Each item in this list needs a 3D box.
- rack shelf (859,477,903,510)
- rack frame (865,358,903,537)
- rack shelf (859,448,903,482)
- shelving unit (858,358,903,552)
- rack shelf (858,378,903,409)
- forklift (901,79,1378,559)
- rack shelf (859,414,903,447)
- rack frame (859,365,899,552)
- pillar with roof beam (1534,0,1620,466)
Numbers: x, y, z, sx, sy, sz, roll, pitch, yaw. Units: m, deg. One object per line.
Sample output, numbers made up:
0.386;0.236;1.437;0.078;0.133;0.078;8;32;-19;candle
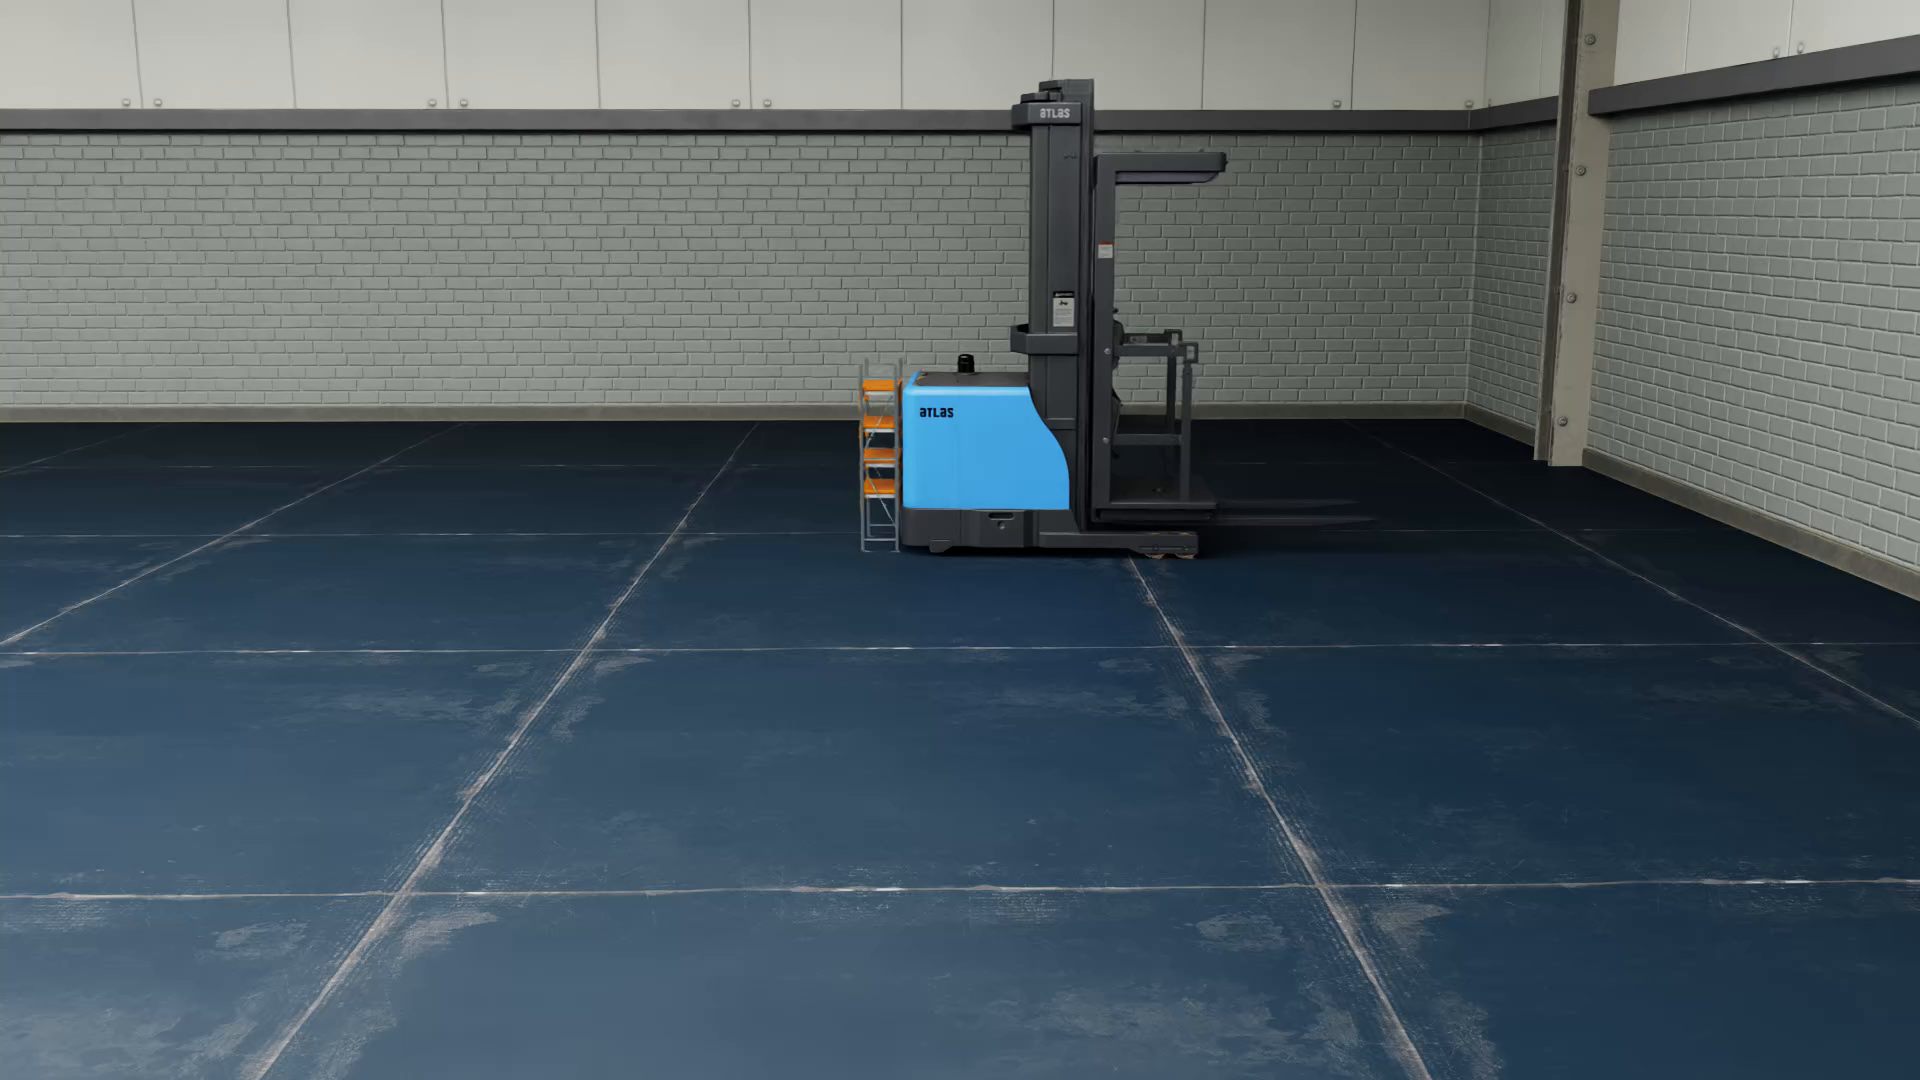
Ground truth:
-0.508;-0.298;10.849;0.258;0.148;0.480;0;11;1;rack shelf
-0.503;-0.607;11.035;0.240;1.200;0.015;0;11;1;rack frame
-0.508;-0.493;10.810;0.258;0.148;0.480;0;11;1;rack shelf
-0.508;-0.559;10.796;0.258;1.200;0.503;0;11;1;shelving unit
-0.508;-0.944;10.718;0.258;0.148;0.480;0;11;1;rack shelf
1.154;-1.423;10.701;3.031;2.935;1.130;0;11;2;forklift
-0.508;-0.712;10.765;0.258;0.148;0.480;0;11;1;rack shelf
-0.513;-0.510;10.557;0.240;1.200;0.015;0;11;1;rack frame
0.871;-5.063;13.380;9.100;9.000;0.400;0;11;-1;pillar with roof beam
